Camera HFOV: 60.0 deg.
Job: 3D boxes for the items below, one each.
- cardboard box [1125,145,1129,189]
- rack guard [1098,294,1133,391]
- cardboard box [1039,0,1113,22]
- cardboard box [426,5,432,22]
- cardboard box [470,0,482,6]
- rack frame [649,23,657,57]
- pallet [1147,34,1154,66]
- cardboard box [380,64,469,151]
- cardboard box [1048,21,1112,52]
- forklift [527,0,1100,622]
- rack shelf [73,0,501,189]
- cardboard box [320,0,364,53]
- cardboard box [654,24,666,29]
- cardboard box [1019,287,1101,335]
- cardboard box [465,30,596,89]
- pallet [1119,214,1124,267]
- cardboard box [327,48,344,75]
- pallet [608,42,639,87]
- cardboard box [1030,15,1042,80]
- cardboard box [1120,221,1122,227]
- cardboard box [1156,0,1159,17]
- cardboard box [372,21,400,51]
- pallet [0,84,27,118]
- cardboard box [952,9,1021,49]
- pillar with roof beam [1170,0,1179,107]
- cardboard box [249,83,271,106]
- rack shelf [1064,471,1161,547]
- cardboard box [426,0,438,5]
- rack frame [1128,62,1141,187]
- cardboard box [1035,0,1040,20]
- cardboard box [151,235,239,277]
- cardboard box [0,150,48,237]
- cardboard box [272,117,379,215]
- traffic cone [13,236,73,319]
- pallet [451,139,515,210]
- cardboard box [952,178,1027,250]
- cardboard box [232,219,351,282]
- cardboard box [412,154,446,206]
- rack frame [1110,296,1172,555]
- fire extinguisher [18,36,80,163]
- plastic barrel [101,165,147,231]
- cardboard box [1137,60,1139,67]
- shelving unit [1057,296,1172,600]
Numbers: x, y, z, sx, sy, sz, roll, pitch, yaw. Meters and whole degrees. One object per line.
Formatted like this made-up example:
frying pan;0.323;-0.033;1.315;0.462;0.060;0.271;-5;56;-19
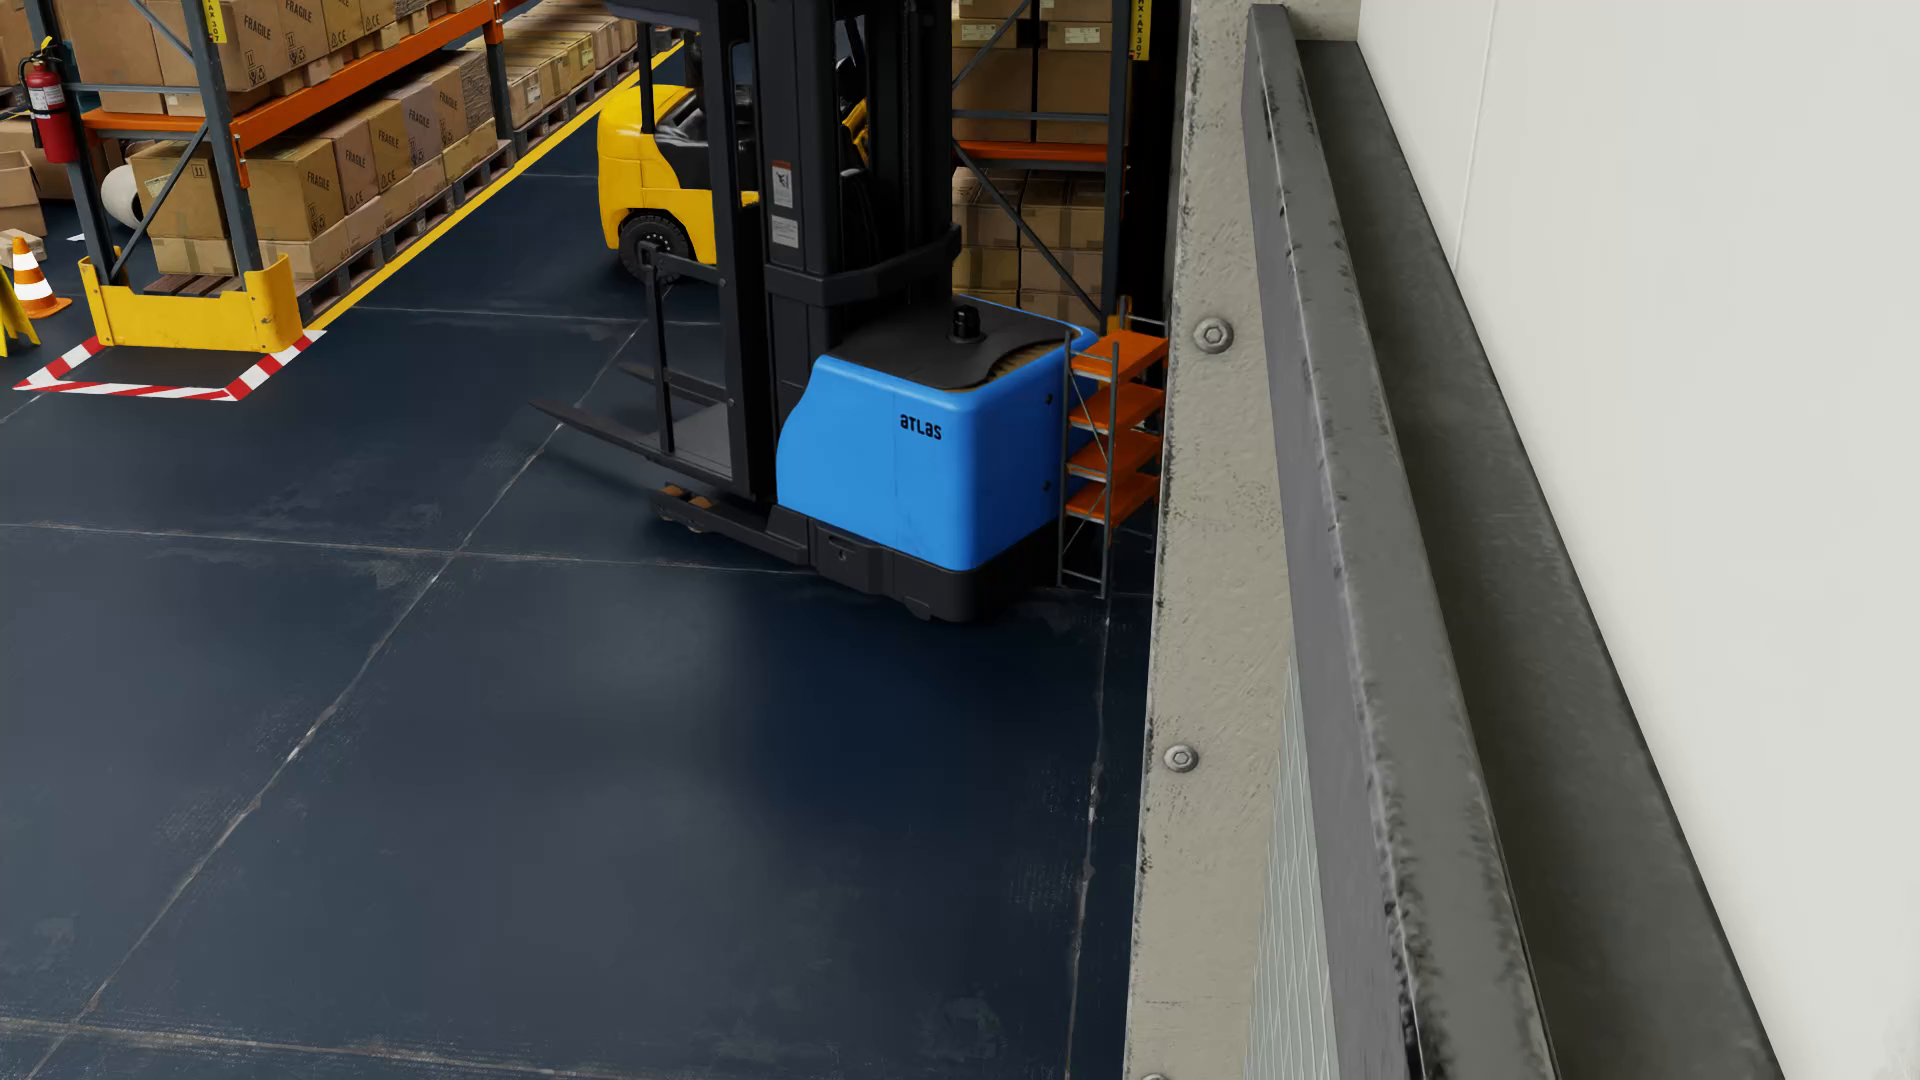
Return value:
cardboard box;0.884;-2.564;11.275;0.500;0.250;0.500;3;28;6
rack guard;0.358;-1.097;9.259;1.175;0.500;0.348;3;28;6
cardboard box;0.614;-2.815;8.709;0.380;0.149;0.250;3;28;5
cardboard box;-3.990;-3.746;11.806;0.380;0.149;0.250;3;28;5
cardboard box;-3.813;-4.098;12.460;0.380;0.149;0.250;3;28;6
rack frame;-3.586;-6.261;16.209;1.000;3.000;0.127;3;28;6
pallet;1.470;-5.096;16.986;1.003;0.211;1.213;3;28;6
cardboard box;-3.943;-3.149;12.098;0.500;0.500;0.500;4;29;7
cardboard box;0.660;-2.683;8.778;0.380;0.149;0.250;3;28;5
forklift;-0.851;-1.500;7.443;3.031;2.935;1.130;20;34;33
rack shelf;-4.321;-3.120;11.137;1.077;0.370;4.000;3;28;6
cardboard box;-4.111;-3.361;10.407;0.500;0.500;0.500;3;28;5
cardboard box;-3.419;-5.831;17.208;0.875;0.875;0.875;3;28;6
cardboard box;0.615;-1.403;9.647;0.500;0.250;0.500;3;29;6
cardboard box;-3.846;-4.319;14.932;0.950;0.372;0.625;4;29;8
pallet;0.565;-1.916;11.084;1.003;0.211;1.213;3;28;6
cardboard box;-4.114;-3.013;10.445;0.380;0.149;0.250;4;29;8
pallet;-3.683;-4.666;16.188;1.003;0.211;1.213;3;28;6
cardboard box;0.233;-2.743;9.574;0.500;0.500;0.500;4;29;8
cardboard box;0.869;-2.351;11.407;0.500;0.250;0.500;3;29;6
cardboard box;1.815;-5.719;17.396;0.500;0.500;0.500;5;29;9
cardboard box;-3.991;-3.378;11.123;0.380;0.149;0.250;4;29;7
pallet;-8.981;-3.758;14.503;1.003;0.211;1.213;3;28;6
cardboard box;0.125;-2.718;8.842;0.380;0.149;0.250;4;29;7
pillar with roof beam;-2.197;-8.199;13.482;9.100;9.000;0.400;3;28;6
cardboard box;-4.302;-2.652;9.775;0.380;0.149;0.250;4;29;7
rack shelf;0.666;-0.161;7.345;0.258;0.148;0.480;17;33;28
cardboard box;-3.940;-4.087;11.754;0.500;0.500;0.500;4;29;8
rack frame;0.851;-4.091;12.182;1.000;3.000;0.127;3;28;6
cardboard box;0.261;-3.074;9.504;0.380;0.149;0.250;3;28;6
cardboard box;-4.731;-1.877;10.528;0.500;0.250;0.500;3;28;6
cardboard box;-6.863;-2.370;11.619;0.797;0.503;0.637;-17;33;-29
cardboard box;-4.131;-2.421;10.747;0.500;0.500;0.500;2;28;4
traffic cone;-5.794;-1.656;10.336;0.336;0.463;0.334;3;28;6
pallet;-4.123;-2.832;12.785;1.003;0.211;1.213;3;28;6
cardboard box;0.108;-1.858;9.438;0.500;0.250;0.500;4;29;8
cardboard box;-4.193;-1.833;10.447;0.500;0.250;0.500;3;28;6
cardboard box;-4.004;-2.568;11.811;0.500;0.250;0.500;4;29;7
rack frame;0.796;-0.493;7.400;0.240;1.200;0.015;17;33;28
fire extinguisher;-5.037;-2.434;9.187;0.296;0.674;0.183;3;28;6
plastic barrel;-5.815;-2.421;11.798;0.421;0.421;0.512;-24;36;-37
cardboard box;0.867;-3.190;10.404;0.500;0.500;0.500;4;29;7
shelving unit;0.666;-0.395;7.218;0.258;1.200;0.503;17;33;28
